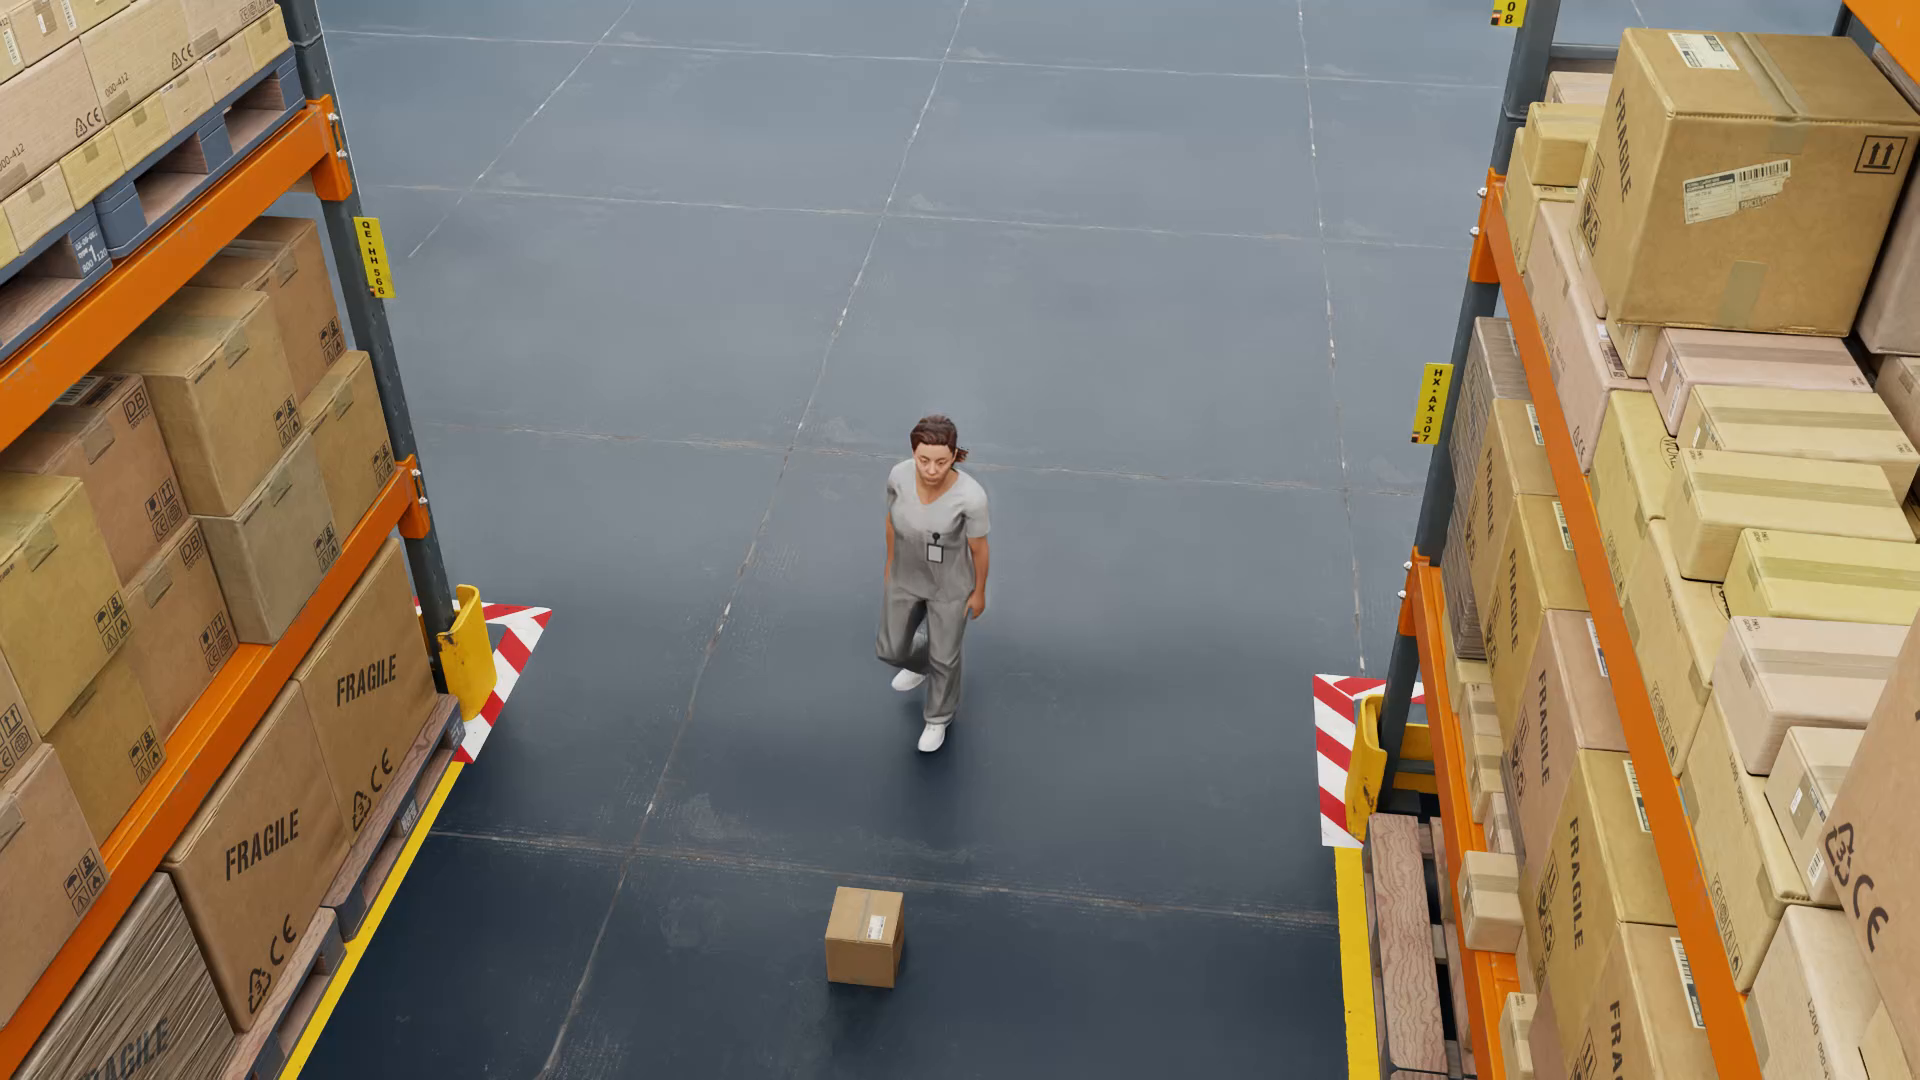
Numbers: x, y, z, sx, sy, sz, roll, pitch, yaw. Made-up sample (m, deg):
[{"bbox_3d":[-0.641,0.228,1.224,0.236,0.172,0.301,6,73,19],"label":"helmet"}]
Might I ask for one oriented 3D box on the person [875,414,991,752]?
[{"bbox_3d":[-0.091,0.137,6.852,0.507,1.665,0.516,14,39,18],"label":"person"}]
